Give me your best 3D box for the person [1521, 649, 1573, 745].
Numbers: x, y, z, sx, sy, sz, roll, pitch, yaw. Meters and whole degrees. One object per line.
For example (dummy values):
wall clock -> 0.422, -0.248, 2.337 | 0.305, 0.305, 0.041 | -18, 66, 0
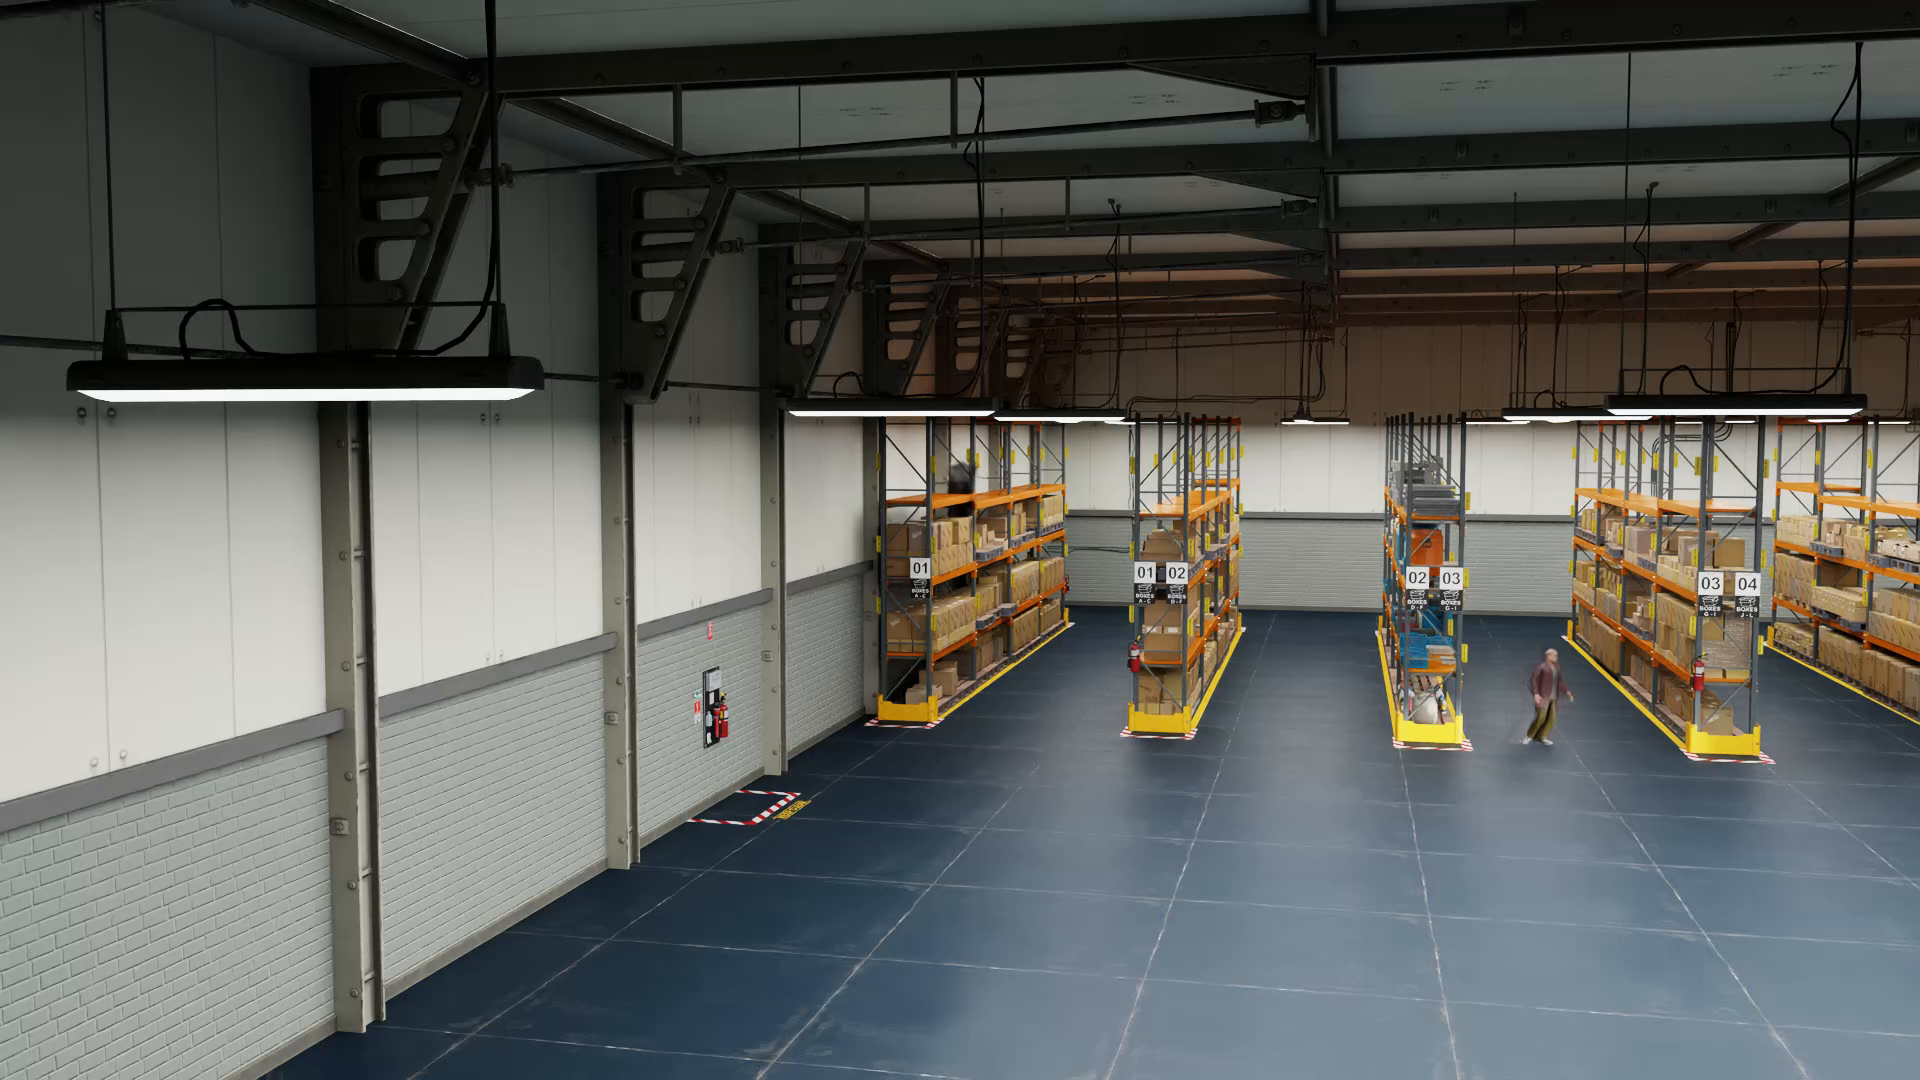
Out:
person -> 10.529, 2.828, 29.839 | 0.820, 1.745, 0.626 | -2, 4, -29
